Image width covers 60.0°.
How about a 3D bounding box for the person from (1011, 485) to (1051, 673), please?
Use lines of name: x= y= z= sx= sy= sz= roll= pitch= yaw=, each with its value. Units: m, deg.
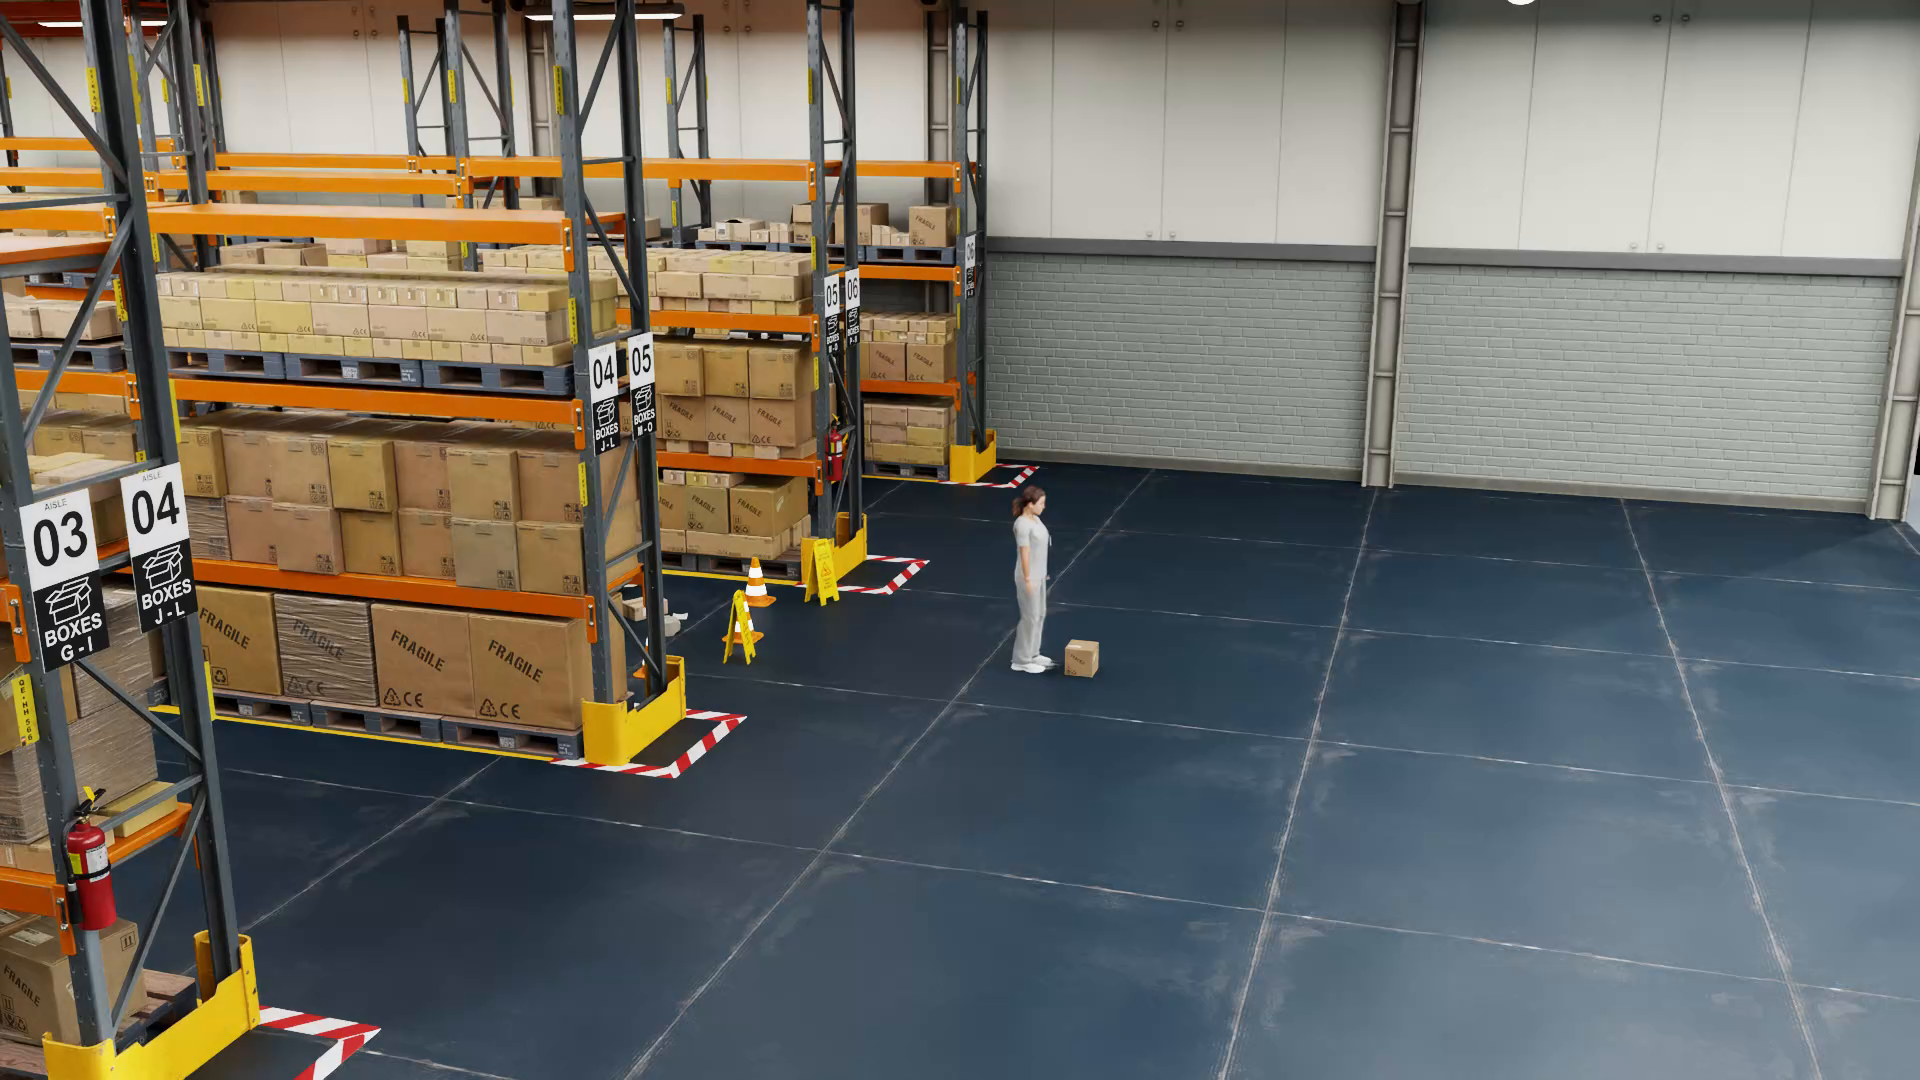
person: x=0.627 y=0.330 z=14.766 sx=0.349 sy=1.672 sz=0.441 roll=5 pitch=16 yaw=17
